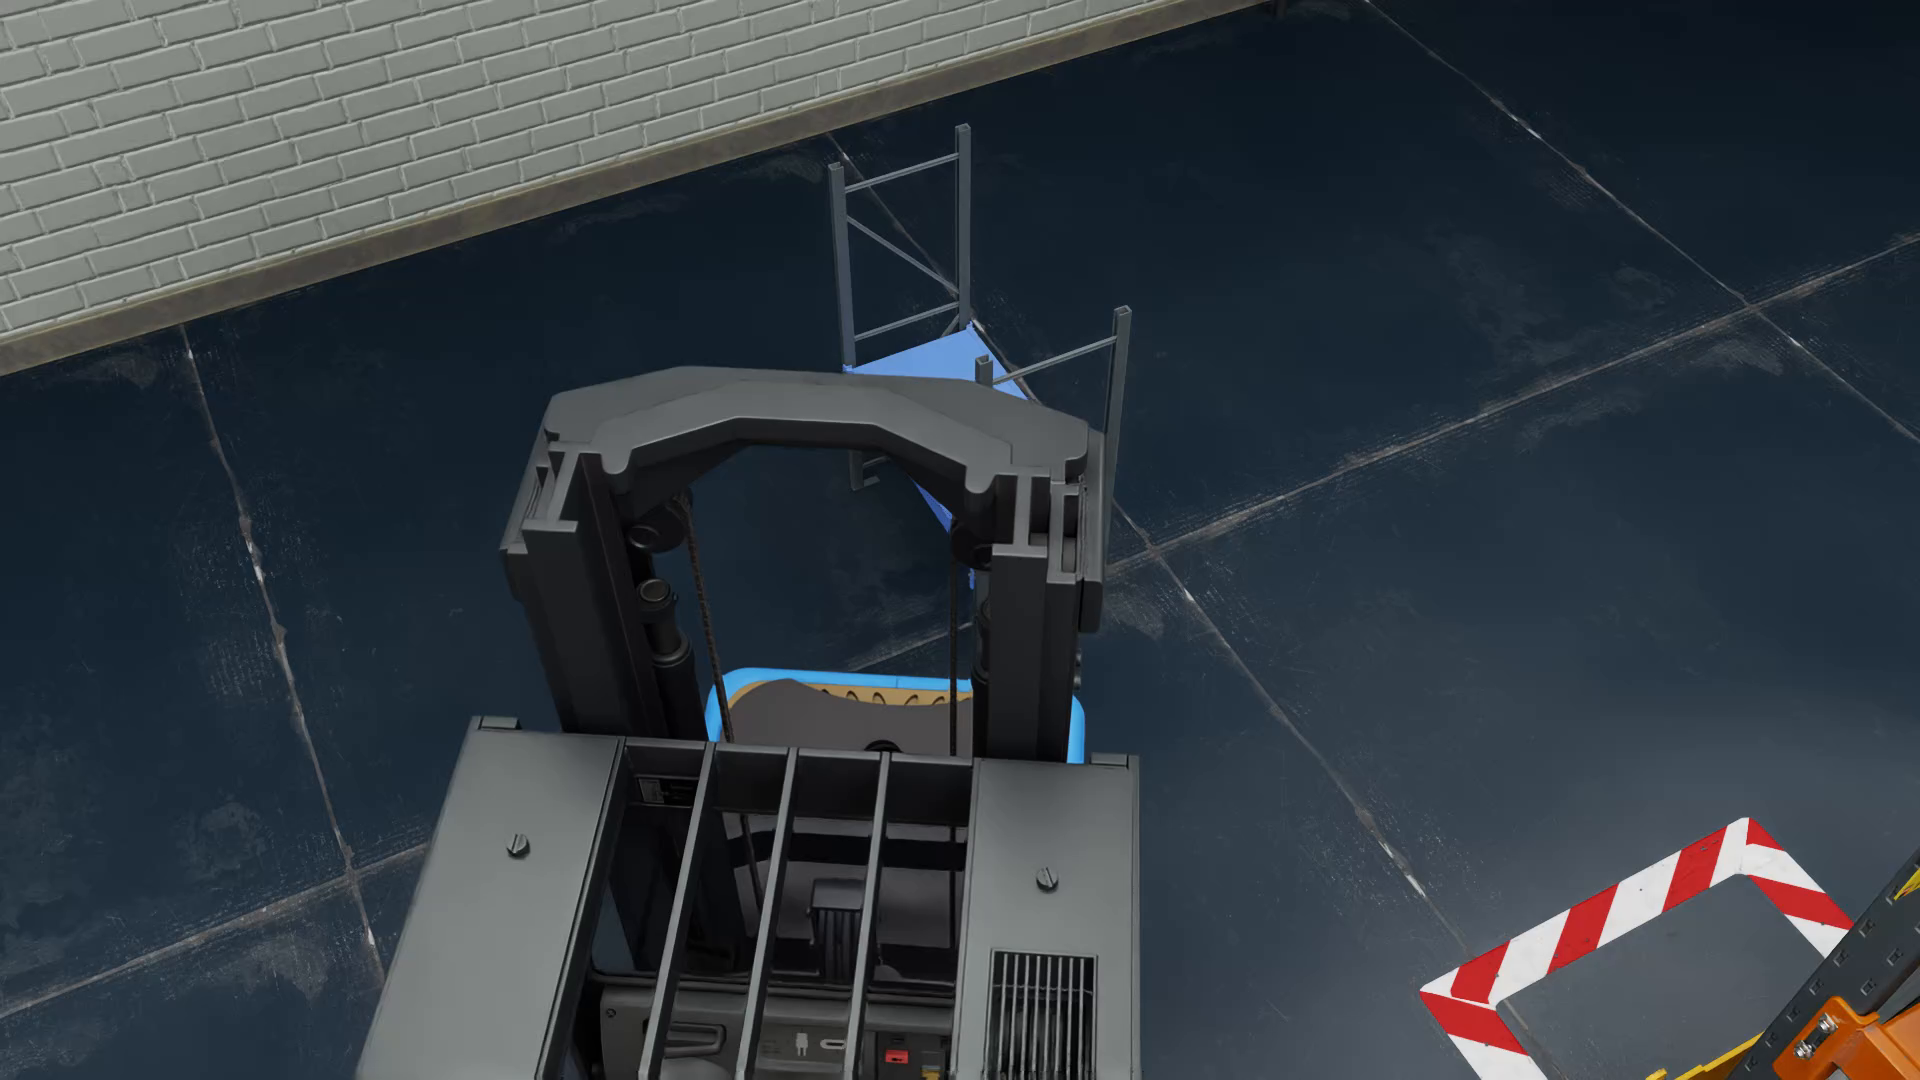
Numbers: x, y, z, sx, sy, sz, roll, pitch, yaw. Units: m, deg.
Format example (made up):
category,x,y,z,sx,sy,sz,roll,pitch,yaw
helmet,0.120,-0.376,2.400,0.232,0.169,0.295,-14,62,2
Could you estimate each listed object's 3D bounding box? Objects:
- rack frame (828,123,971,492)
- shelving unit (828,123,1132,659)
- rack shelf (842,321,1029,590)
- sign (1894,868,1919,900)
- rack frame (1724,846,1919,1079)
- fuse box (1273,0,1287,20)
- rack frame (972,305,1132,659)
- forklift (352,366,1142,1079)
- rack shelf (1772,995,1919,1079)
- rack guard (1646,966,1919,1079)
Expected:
category,x,y,z,sx,sy,sz,roll,pitch,yaw
rack frame,-0.194,-0.777,5.933,0.500,1.500,0.032,-21,52,-18
shelving unit,0.039,-0.437,5.636,0.538,1.500,1.048,-21,52,-18
rack shelf,0.039,-0.318,5.771,0.538,0.185,1.000,-21,52,-18
sign,1.860,0.576,3.126,0.100,0.325,0.005,-21,52,-18
rack frame,2.356,0.700,3.645,1.000,3.000,0.127,-21,52,-18
fuse box,1.690,-3.268,7.971,0.539,1.711,0.414,-21,52,-18
rack frame,0.272,-0.096,5.338,0.500,1.500,0.032,-21,52,-18
forklift,-0.275,1.219,3.237,1.130,2.935,3.031,3,49,3
rack shelf,3.272,2.275,2.745,1.077,0.370,4.000,-21,52,-18
rack guard,2.346,1.507,4.600,1.175,0.500,0.348,-21,52,-18
